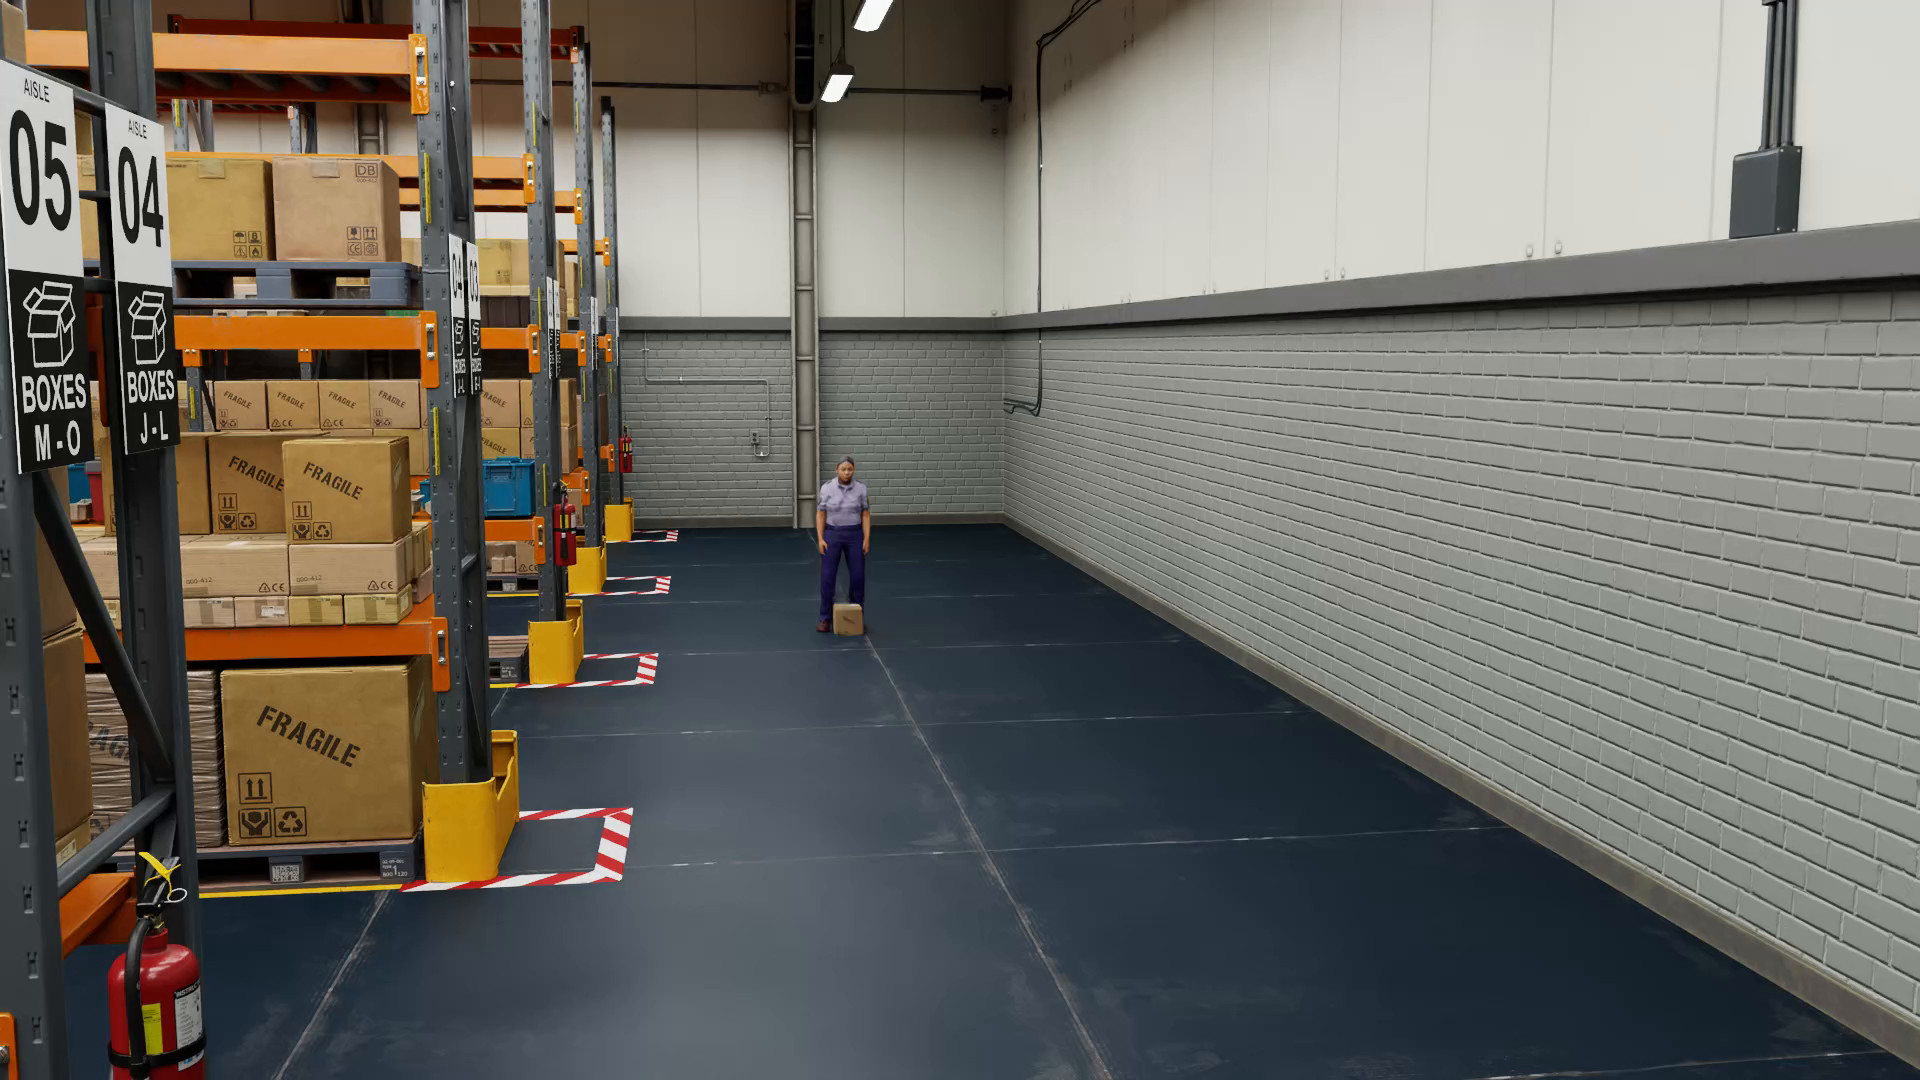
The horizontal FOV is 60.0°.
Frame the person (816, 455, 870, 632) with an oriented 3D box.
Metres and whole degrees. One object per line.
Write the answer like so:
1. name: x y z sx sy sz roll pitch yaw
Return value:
1. person: -1.102 0.024 15.662 0.537 1.652 0.336 -1 7 -11
